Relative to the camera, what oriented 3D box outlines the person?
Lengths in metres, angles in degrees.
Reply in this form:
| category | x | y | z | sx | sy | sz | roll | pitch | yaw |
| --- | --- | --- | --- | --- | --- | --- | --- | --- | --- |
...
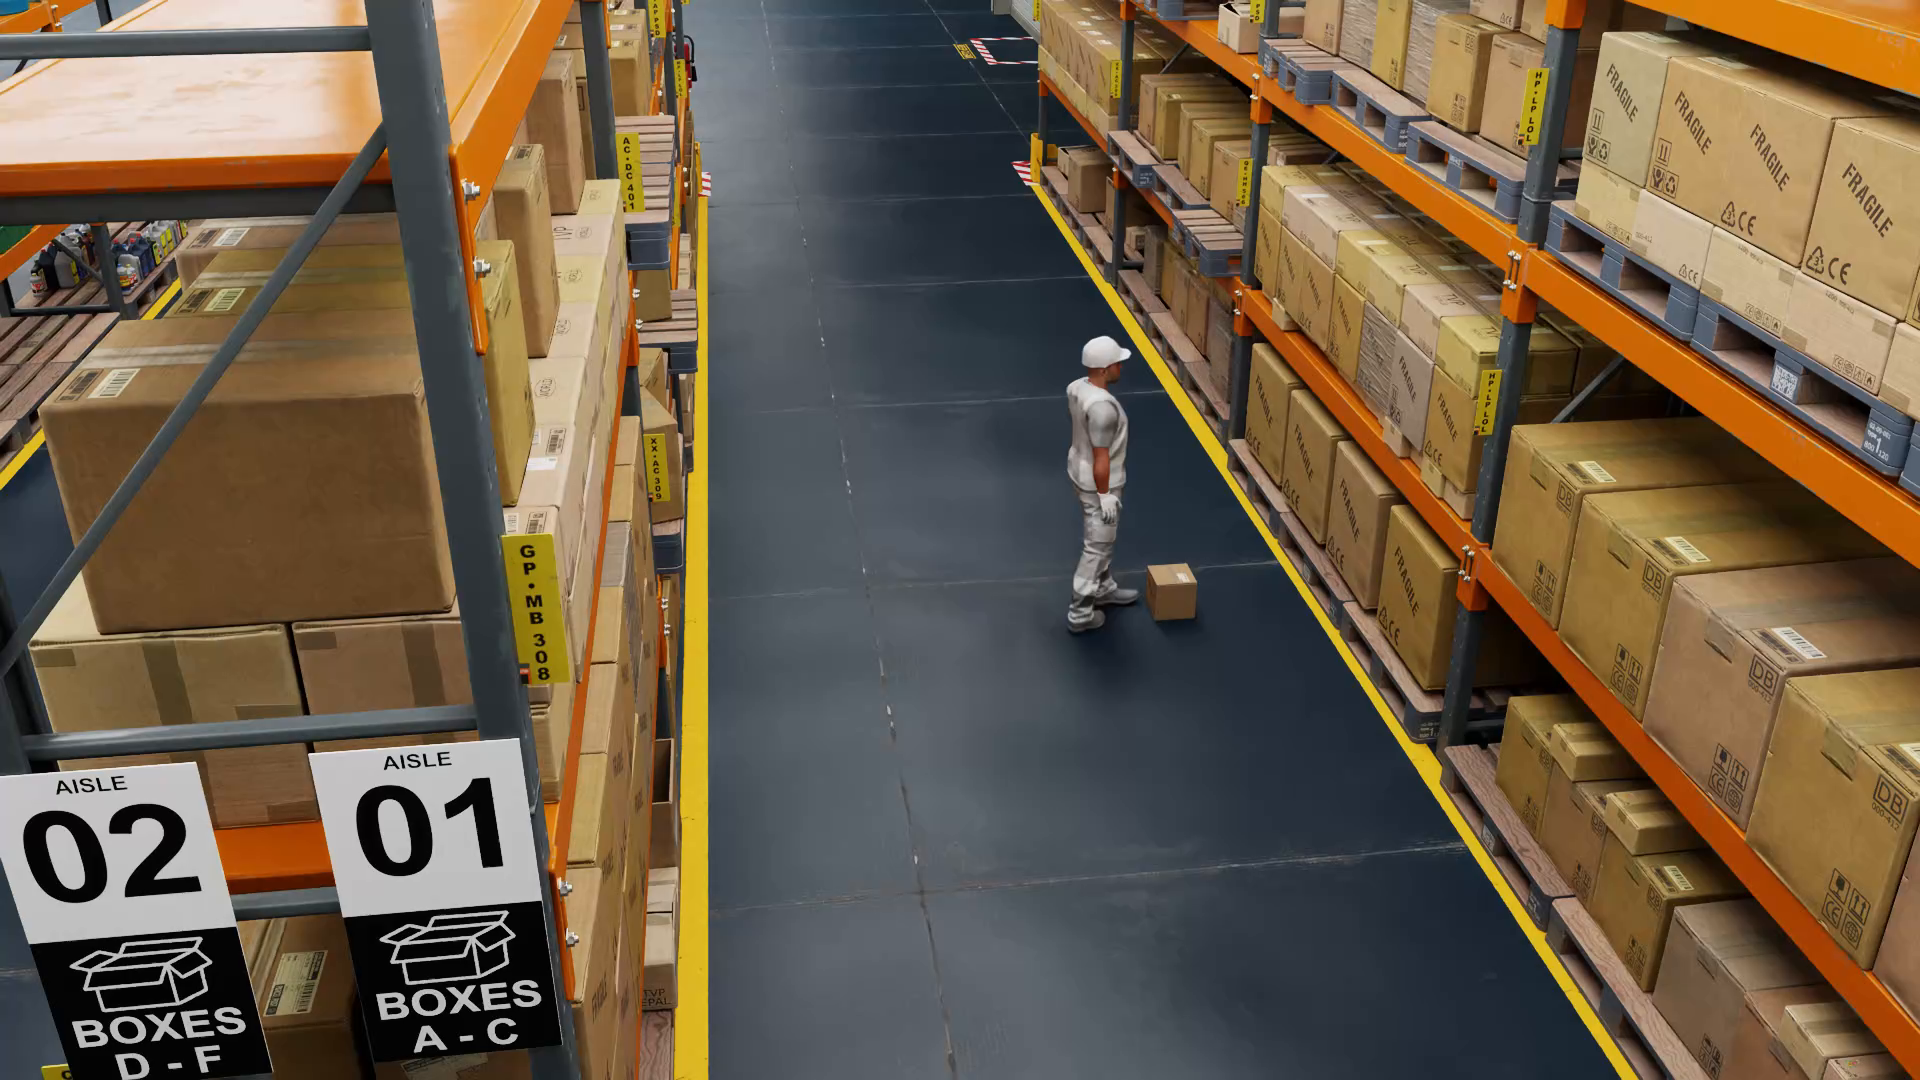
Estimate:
| category | x | y | z | sx | sy | sz | roll | pitch | yaw |
| --- | --- | --- | --- | --- | --- | --- | --- | --- | --- |
| person | 0.862 | -0.351 | 9.766 | 0.552 | 1.795 | 0.574 | -6 | 28 | -12 |
